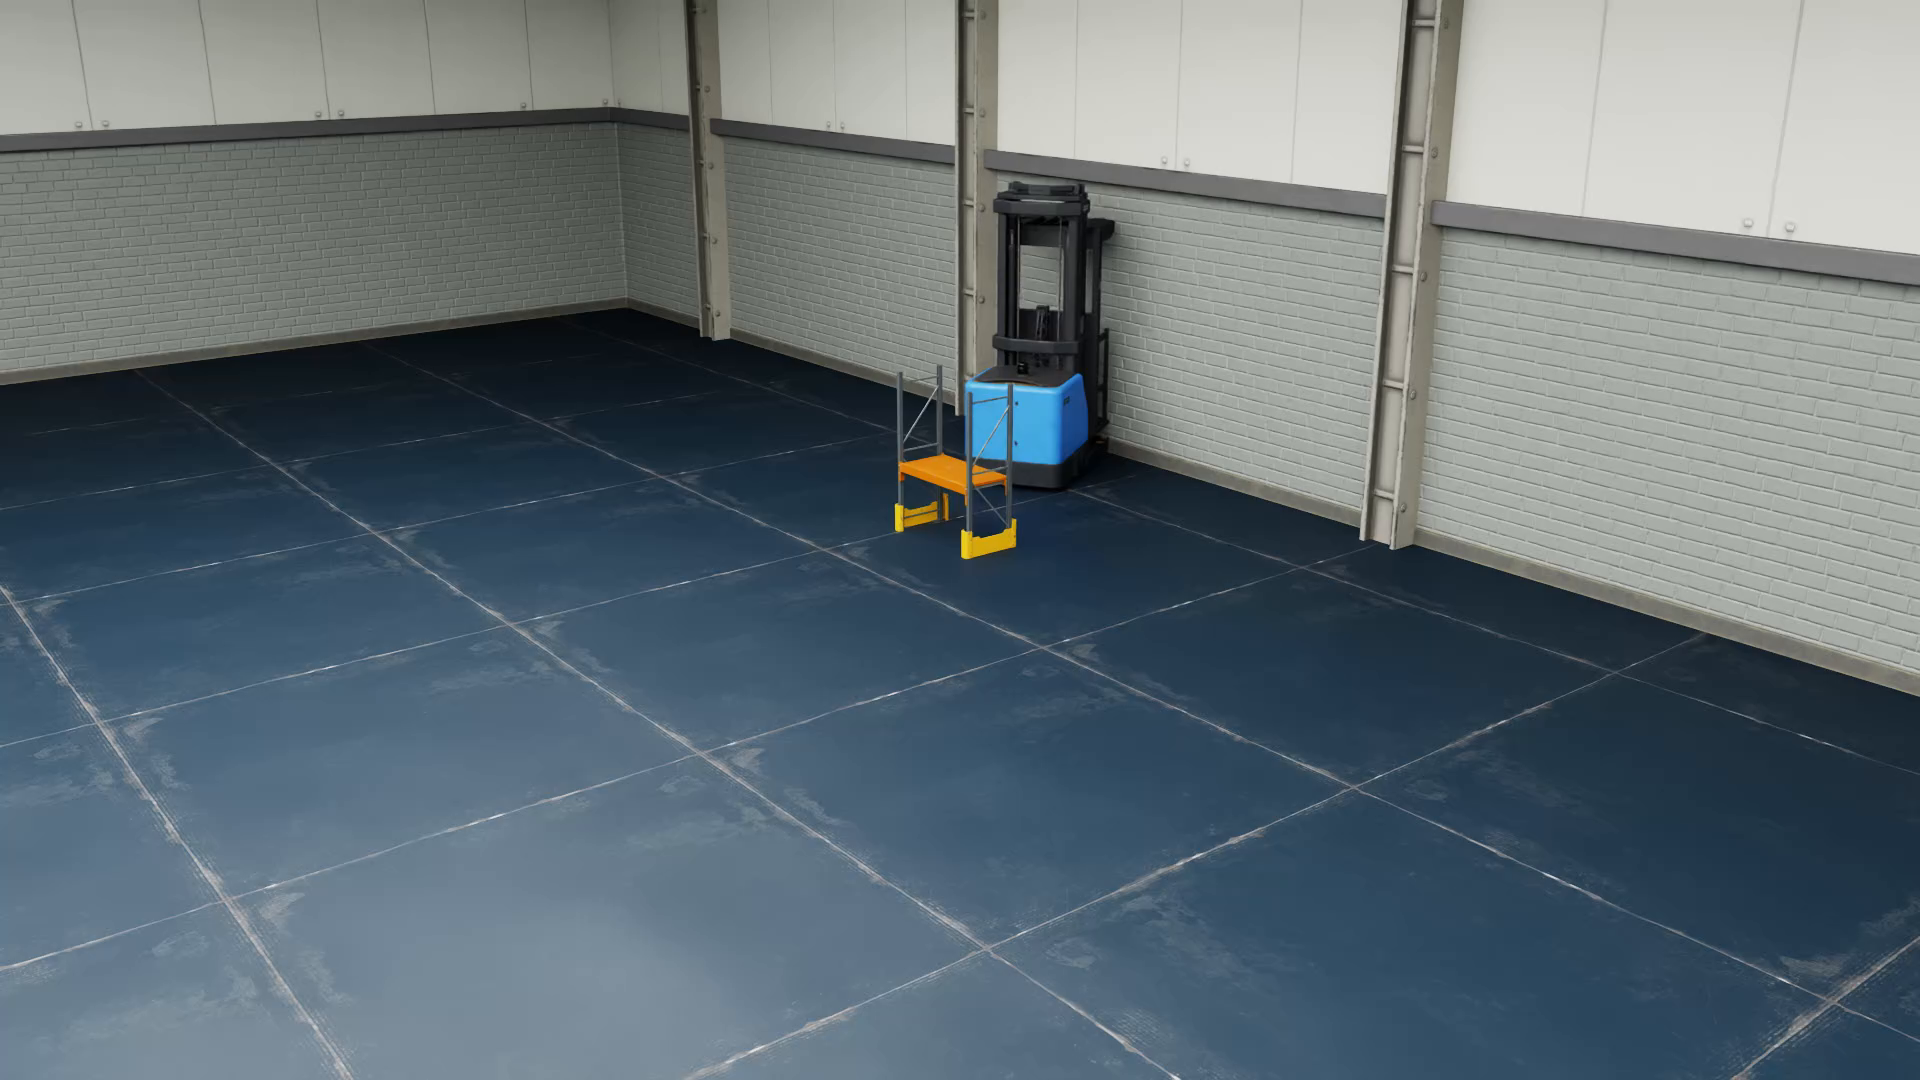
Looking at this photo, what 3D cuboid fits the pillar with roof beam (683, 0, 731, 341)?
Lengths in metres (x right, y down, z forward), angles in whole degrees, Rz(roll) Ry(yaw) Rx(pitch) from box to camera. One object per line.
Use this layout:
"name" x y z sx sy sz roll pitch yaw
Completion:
"pillar with roof beam" -6.917 -6.378 20.195 9.100 9.000 0.400 -14 23 -36

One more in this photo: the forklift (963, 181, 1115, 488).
"forklift" 1.014 -2.333 17.634 1.130 2.935 3.031 7 19 19

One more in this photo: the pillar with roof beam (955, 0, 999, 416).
"pillar with roof beam" -3.192 -4.899 15.730 9.100 9.000 0.400 -14 23 -36

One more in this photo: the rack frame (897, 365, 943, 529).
"rack frame" -0.369 -0.858 15.456 0.500 1.500 0.032 -14 23 -36

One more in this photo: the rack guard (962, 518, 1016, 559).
"rack guard" 0.262 -0.015 14.897 0.587 0.250 0.087 -14 23 -36

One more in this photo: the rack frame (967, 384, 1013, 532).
"rack frame" 0.263 -0.608 14.699 0.500 1.500 0.032 -14 23 -36

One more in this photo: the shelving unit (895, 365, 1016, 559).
"shelving unit" -0.047 -0.731 15.071 0.587 1.500 1.083 -14 23 -36

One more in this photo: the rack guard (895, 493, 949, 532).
"rack guard" -0.357 -0.260 15.638 0.587 0.250 0.087 -14 23 -36

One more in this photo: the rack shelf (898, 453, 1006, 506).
"rack shelf" -0.053 -0.562 15.134 0.538 0.185 1.000 -14 23 -36

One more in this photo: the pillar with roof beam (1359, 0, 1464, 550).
"pillar with roof beam" 0.533 -3.421 11.265 9.100 9.000 0.400 -14 23 -36
